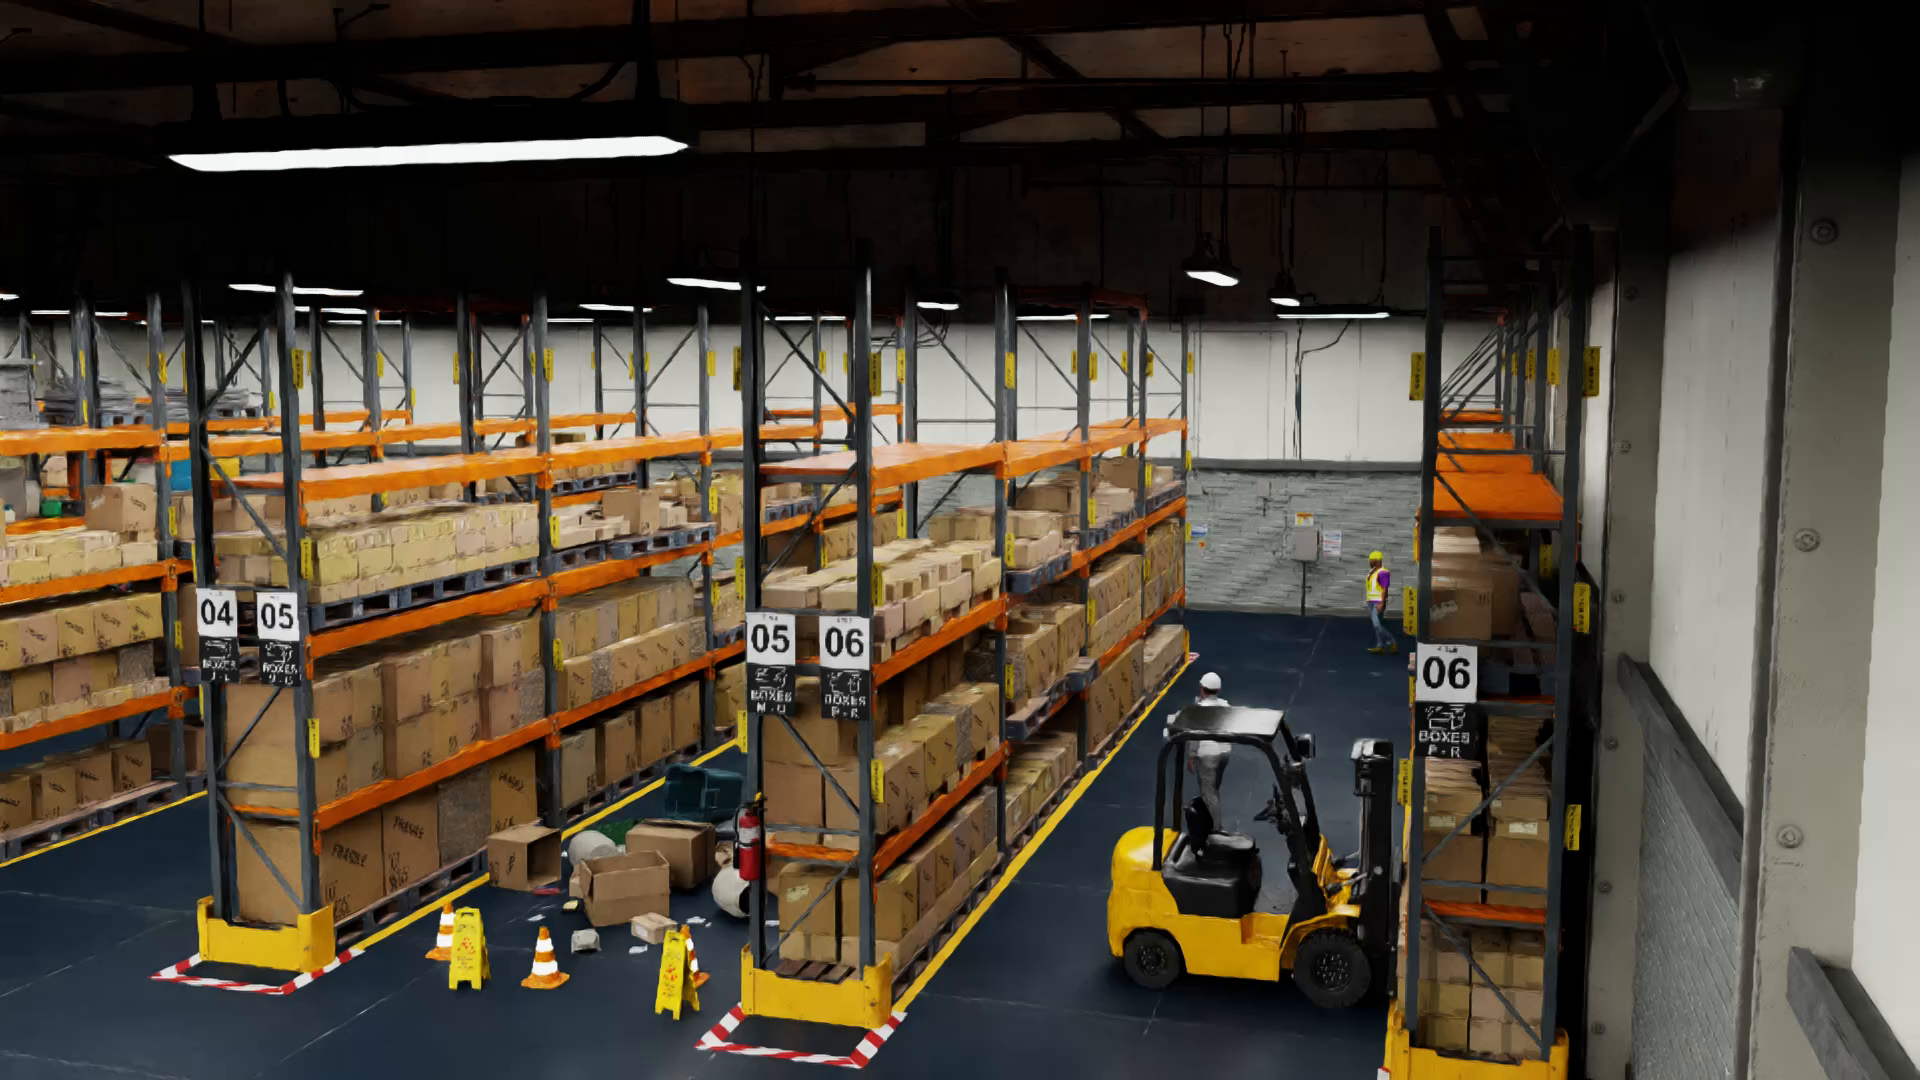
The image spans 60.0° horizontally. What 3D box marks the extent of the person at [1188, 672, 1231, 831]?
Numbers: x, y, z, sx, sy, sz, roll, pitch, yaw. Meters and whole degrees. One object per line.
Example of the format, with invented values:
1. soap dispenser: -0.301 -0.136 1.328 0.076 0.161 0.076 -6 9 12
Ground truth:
1. person: 2.651 2.282 17.813 0.626 1.768 0.576 -6 9 -44

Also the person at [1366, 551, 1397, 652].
1. person: 7.283 1.068 28.728 0.464 1.760 0.714 -1 7 -12
